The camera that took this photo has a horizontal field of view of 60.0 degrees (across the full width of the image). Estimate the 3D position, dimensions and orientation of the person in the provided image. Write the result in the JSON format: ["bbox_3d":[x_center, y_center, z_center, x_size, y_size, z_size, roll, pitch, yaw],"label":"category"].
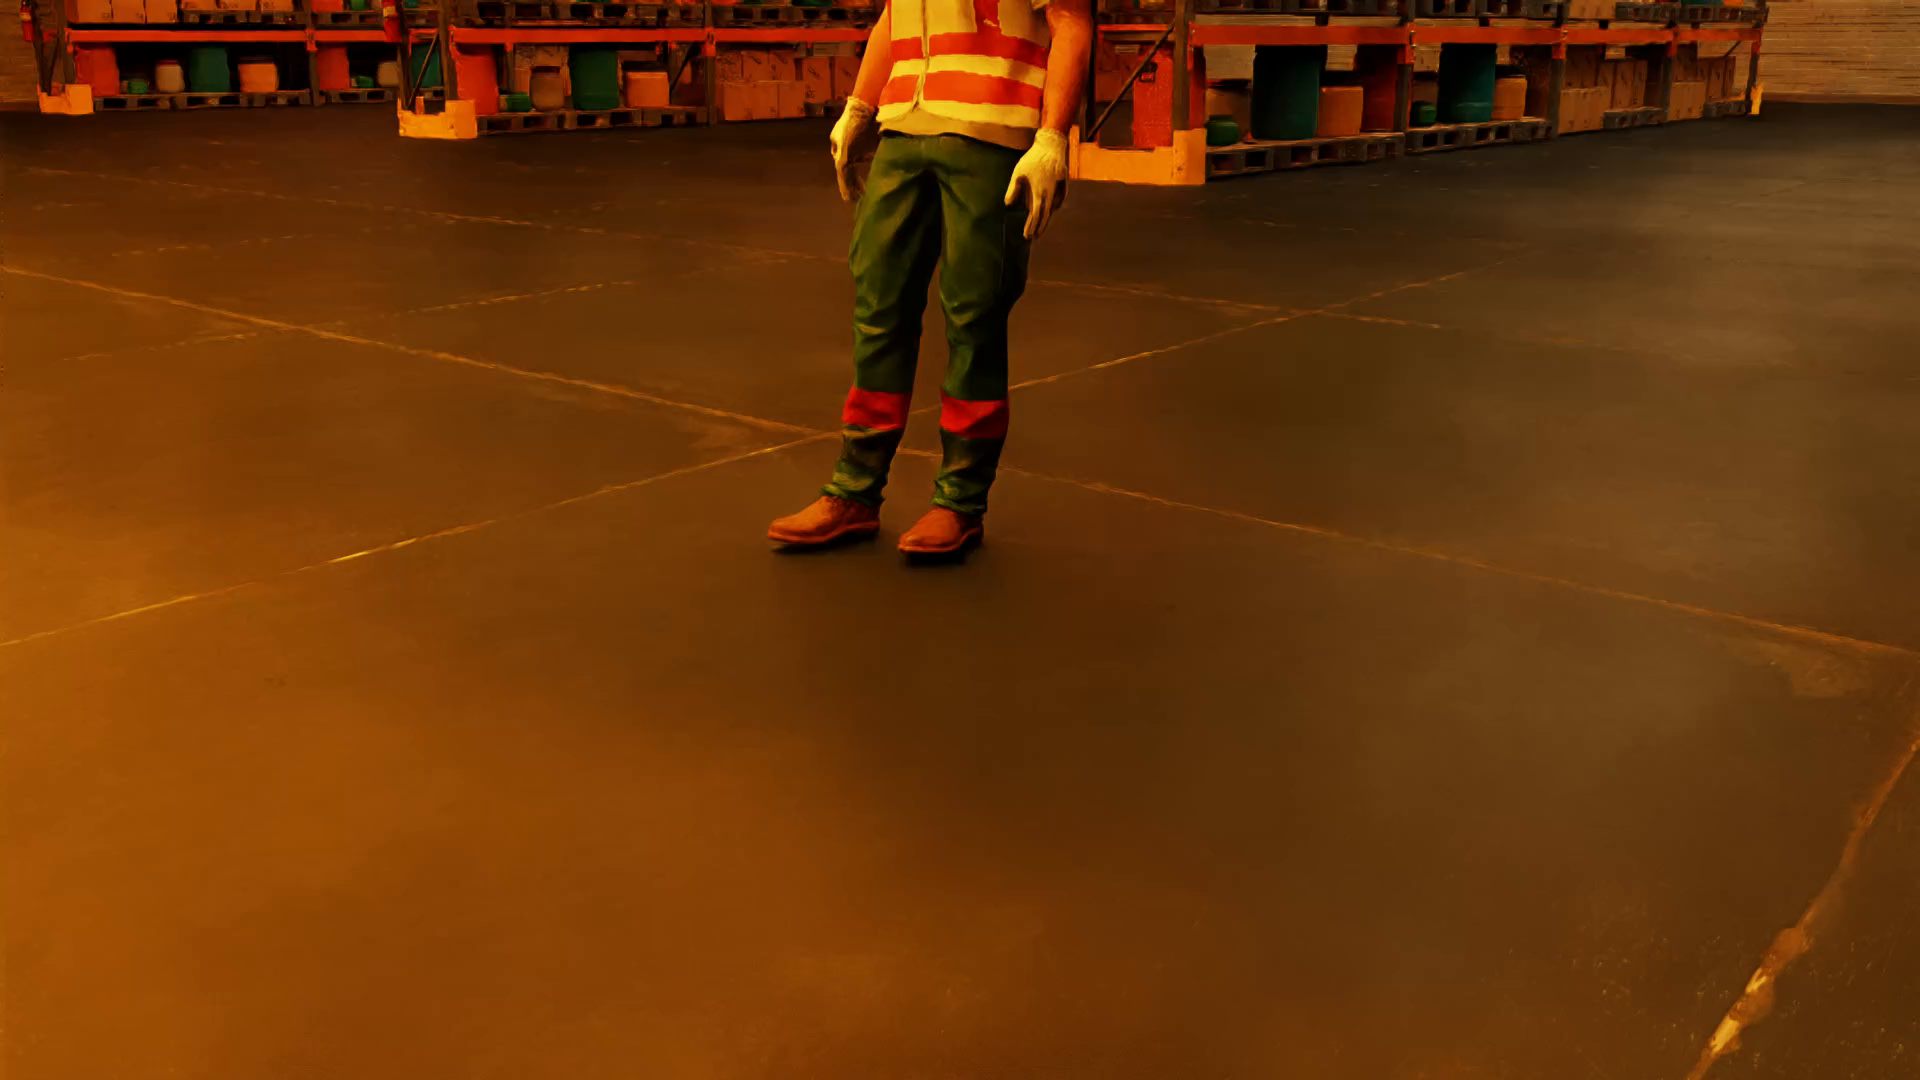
[{"bbox_3d":[-0.060,-0.847,3.627,0.637,1.787,0.563,13,21,37],"label":"person"}]
